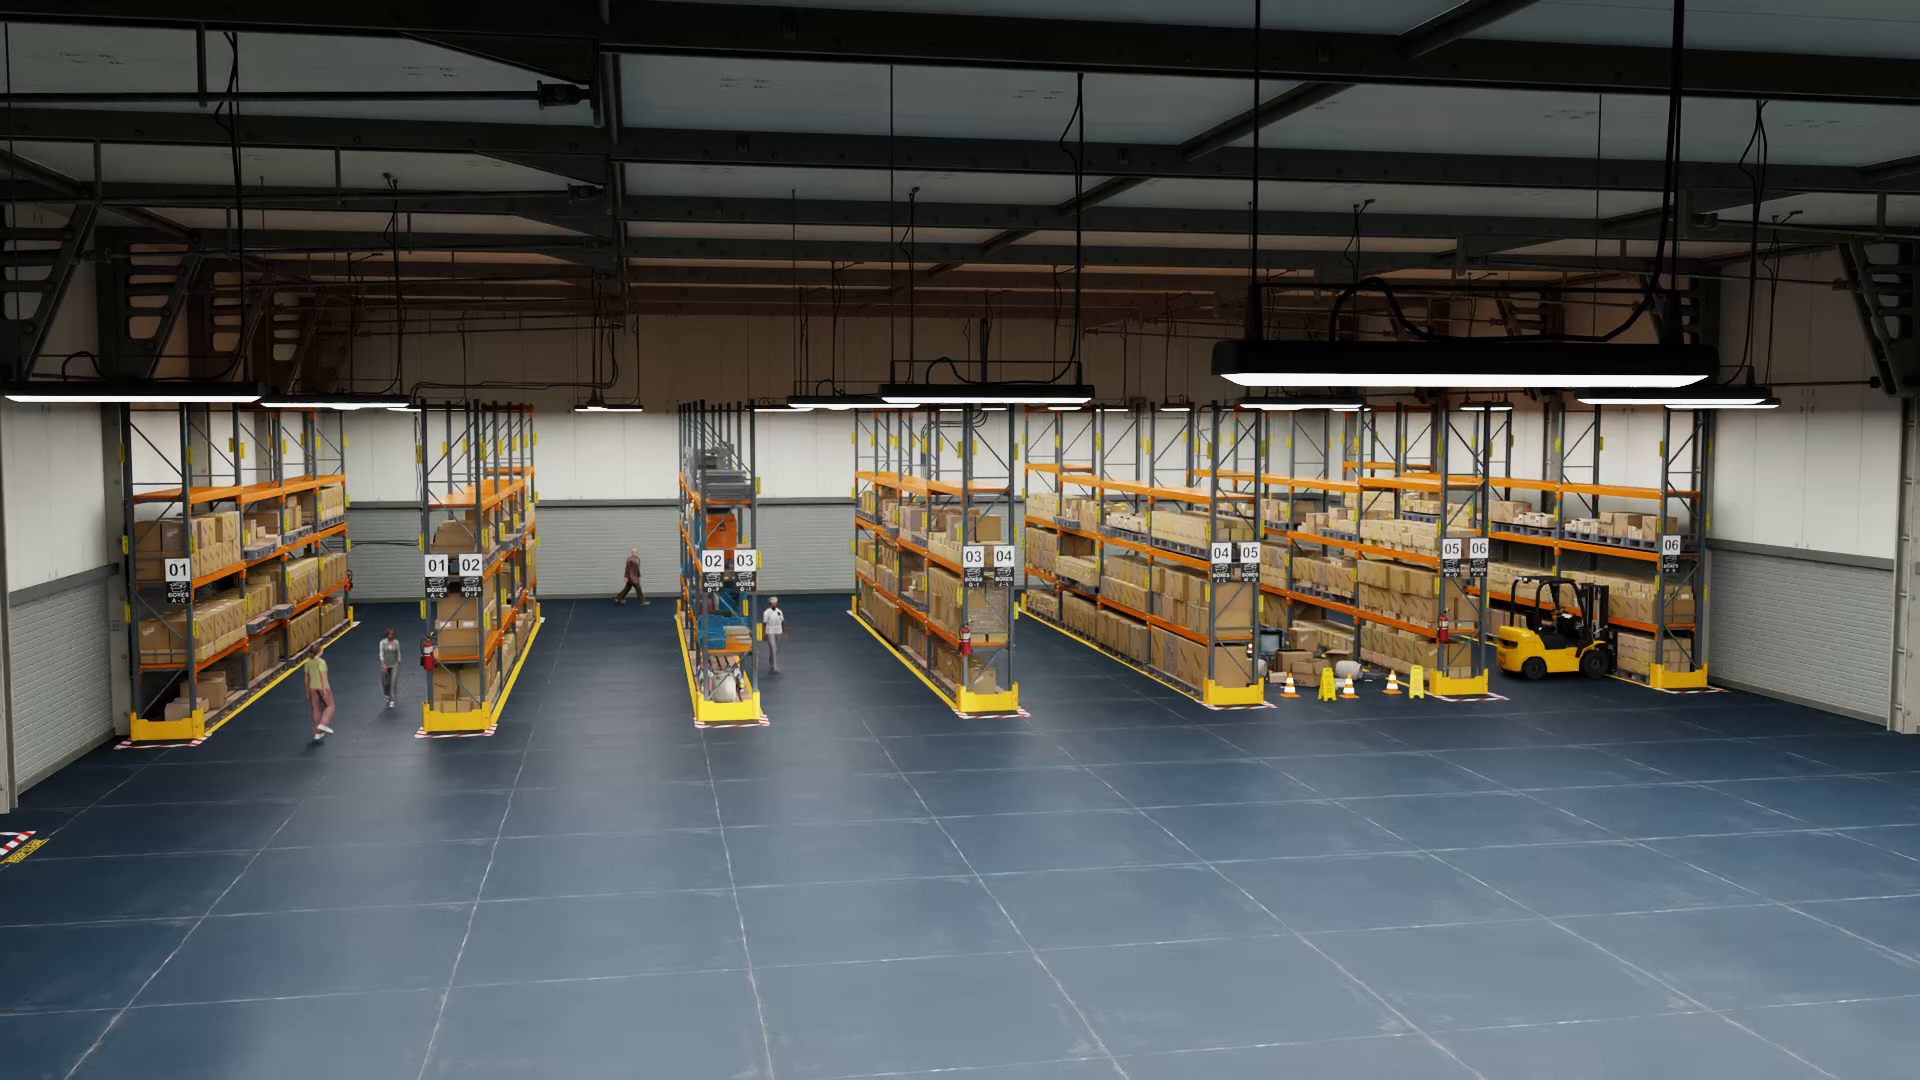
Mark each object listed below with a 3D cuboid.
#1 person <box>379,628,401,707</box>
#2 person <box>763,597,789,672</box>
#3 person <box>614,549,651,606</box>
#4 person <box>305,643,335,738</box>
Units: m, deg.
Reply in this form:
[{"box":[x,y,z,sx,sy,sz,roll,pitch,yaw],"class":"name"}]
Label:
[{"box":[-11.203,2.485,32.708,0.404,1.520,0.964,-2,5,-20],"class":"person"},{"box":[-4.145,2.077,37.138,0.508,1.640,0.980,-2,5,-26],"class":"person"},{"box":[-9.809,1.160,49.828,1.206,1.617,0.562,1,4,8],"class":"person"},{"box":[-11.355,2.666,29.414,0.514,1.660,0.471,0,4,-1],"class":"person"}]
